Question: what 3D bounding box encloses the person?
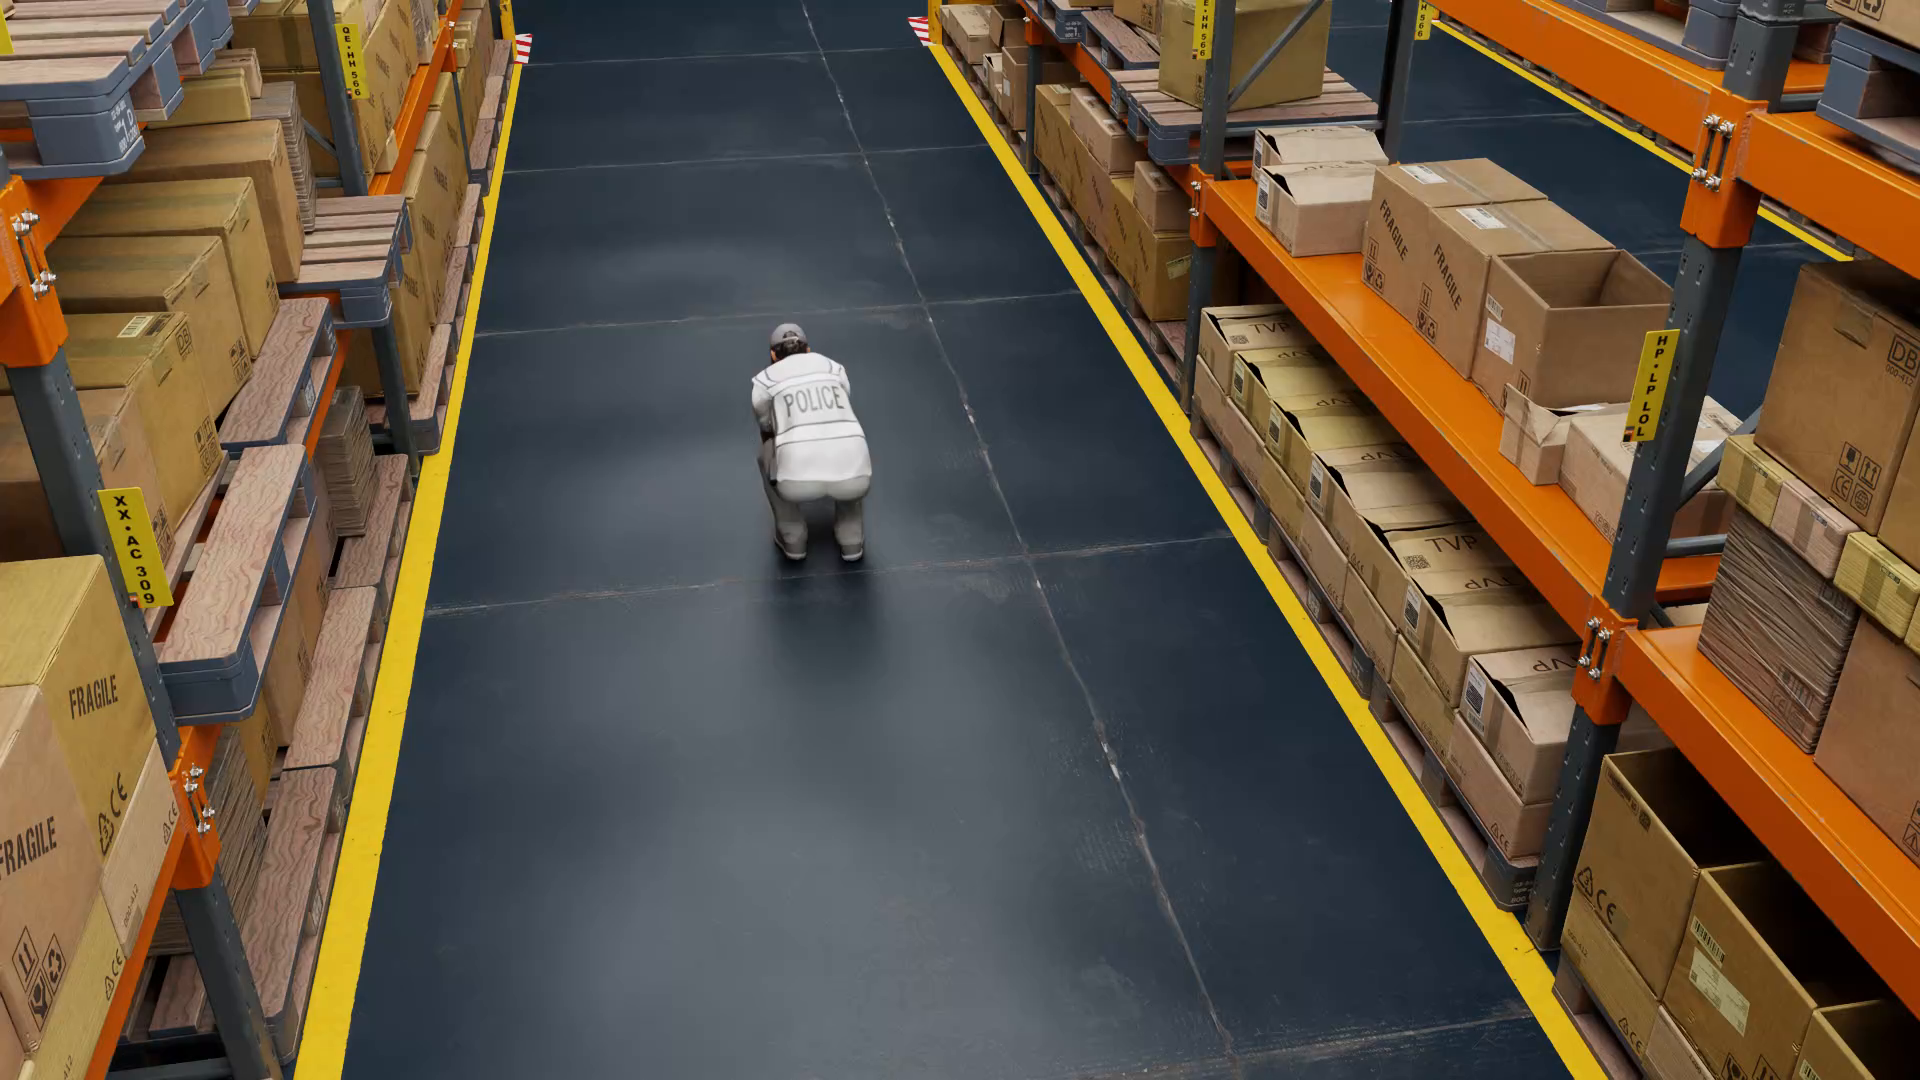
[{"bbox_3d":[-0.669,-0.415,7.531,0.497,0.955,0.861,-6,31,-10],"label":"person"}]
